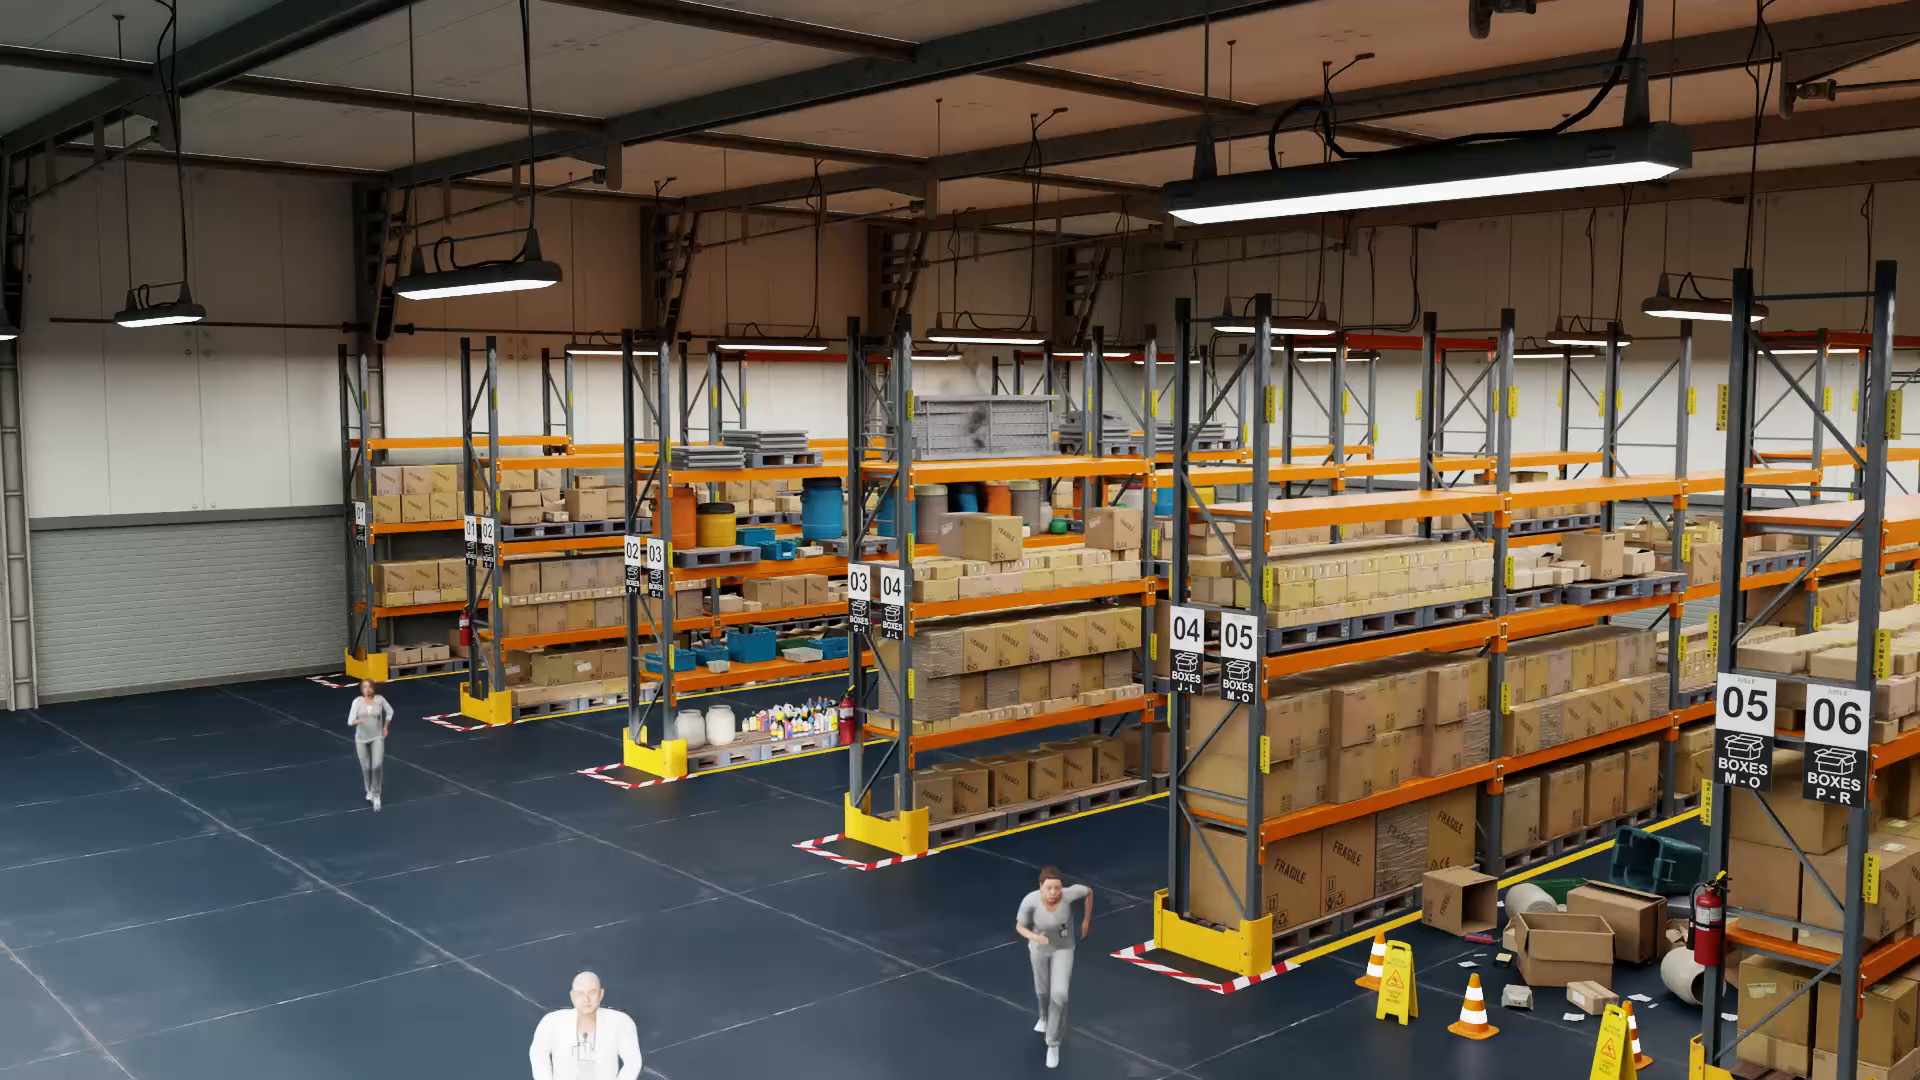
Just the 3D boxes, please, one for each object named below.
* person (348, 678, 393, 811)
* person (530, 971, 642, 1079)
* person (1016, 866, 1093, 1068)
[{"bbox_3d":[-7.310,2.522,20.628,0.514,1.639,0.667,-1,5,-14],"label":"person"},{"bbox_3d":[-2.232,3.424,9.945,0.660,1.715,0.653,-1,5,-12],"label":"person"},{"bbox_3d":[0.732,3.243,12.964,0.600,1.606,0.963,0,5,2],"label":"person"}]
